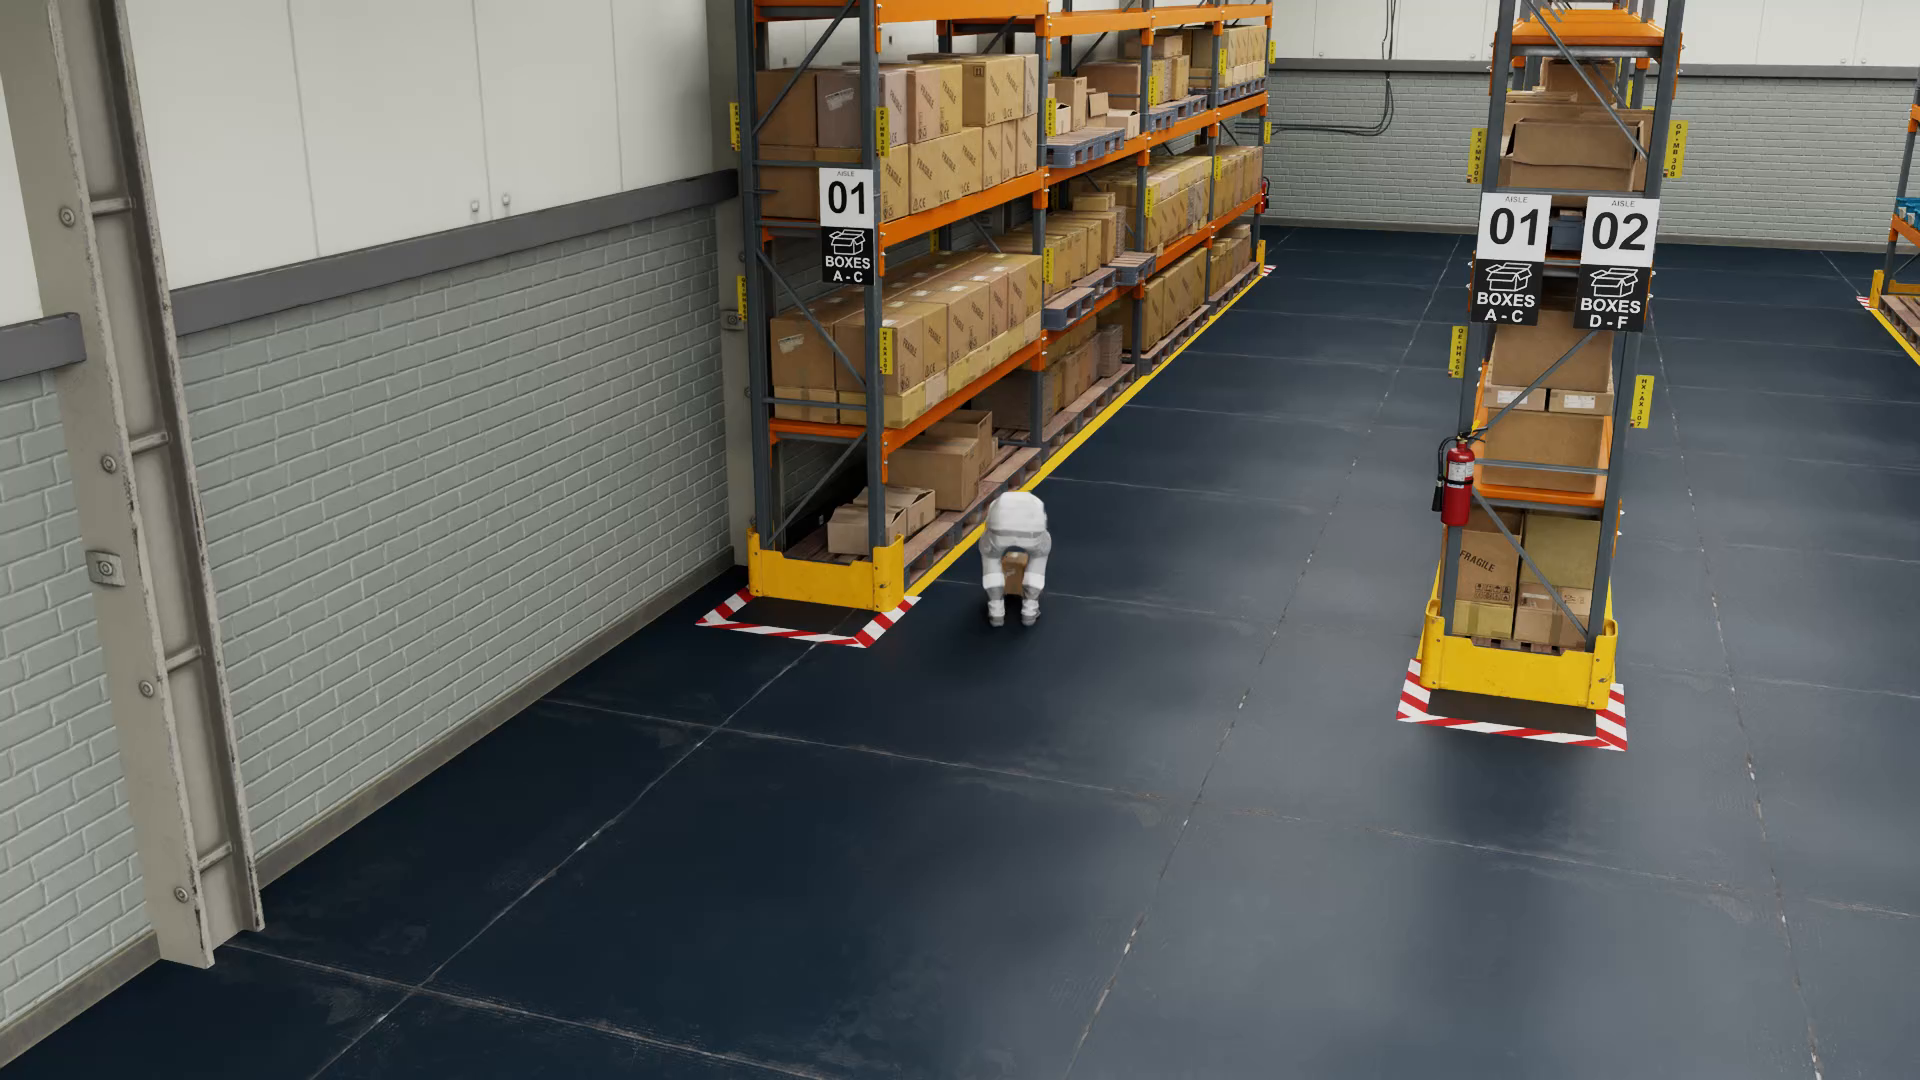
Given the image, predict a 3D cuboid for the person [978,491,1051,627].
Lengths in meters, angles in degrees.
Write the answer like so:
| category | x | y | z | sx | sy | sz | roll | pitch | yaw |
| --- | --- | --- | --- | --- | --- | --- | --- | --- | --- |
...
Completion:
| category | x | y | z | sx | sy | sz | roll | pitch | yaw |
| --- | --- | --- | --- | --- | --- | --- | --- | --- | --- |
| person | 0.400 | 0.066 | 12.087 | 0.526 | 0.984 | 0.948 | 1 | 18 | 3 |
